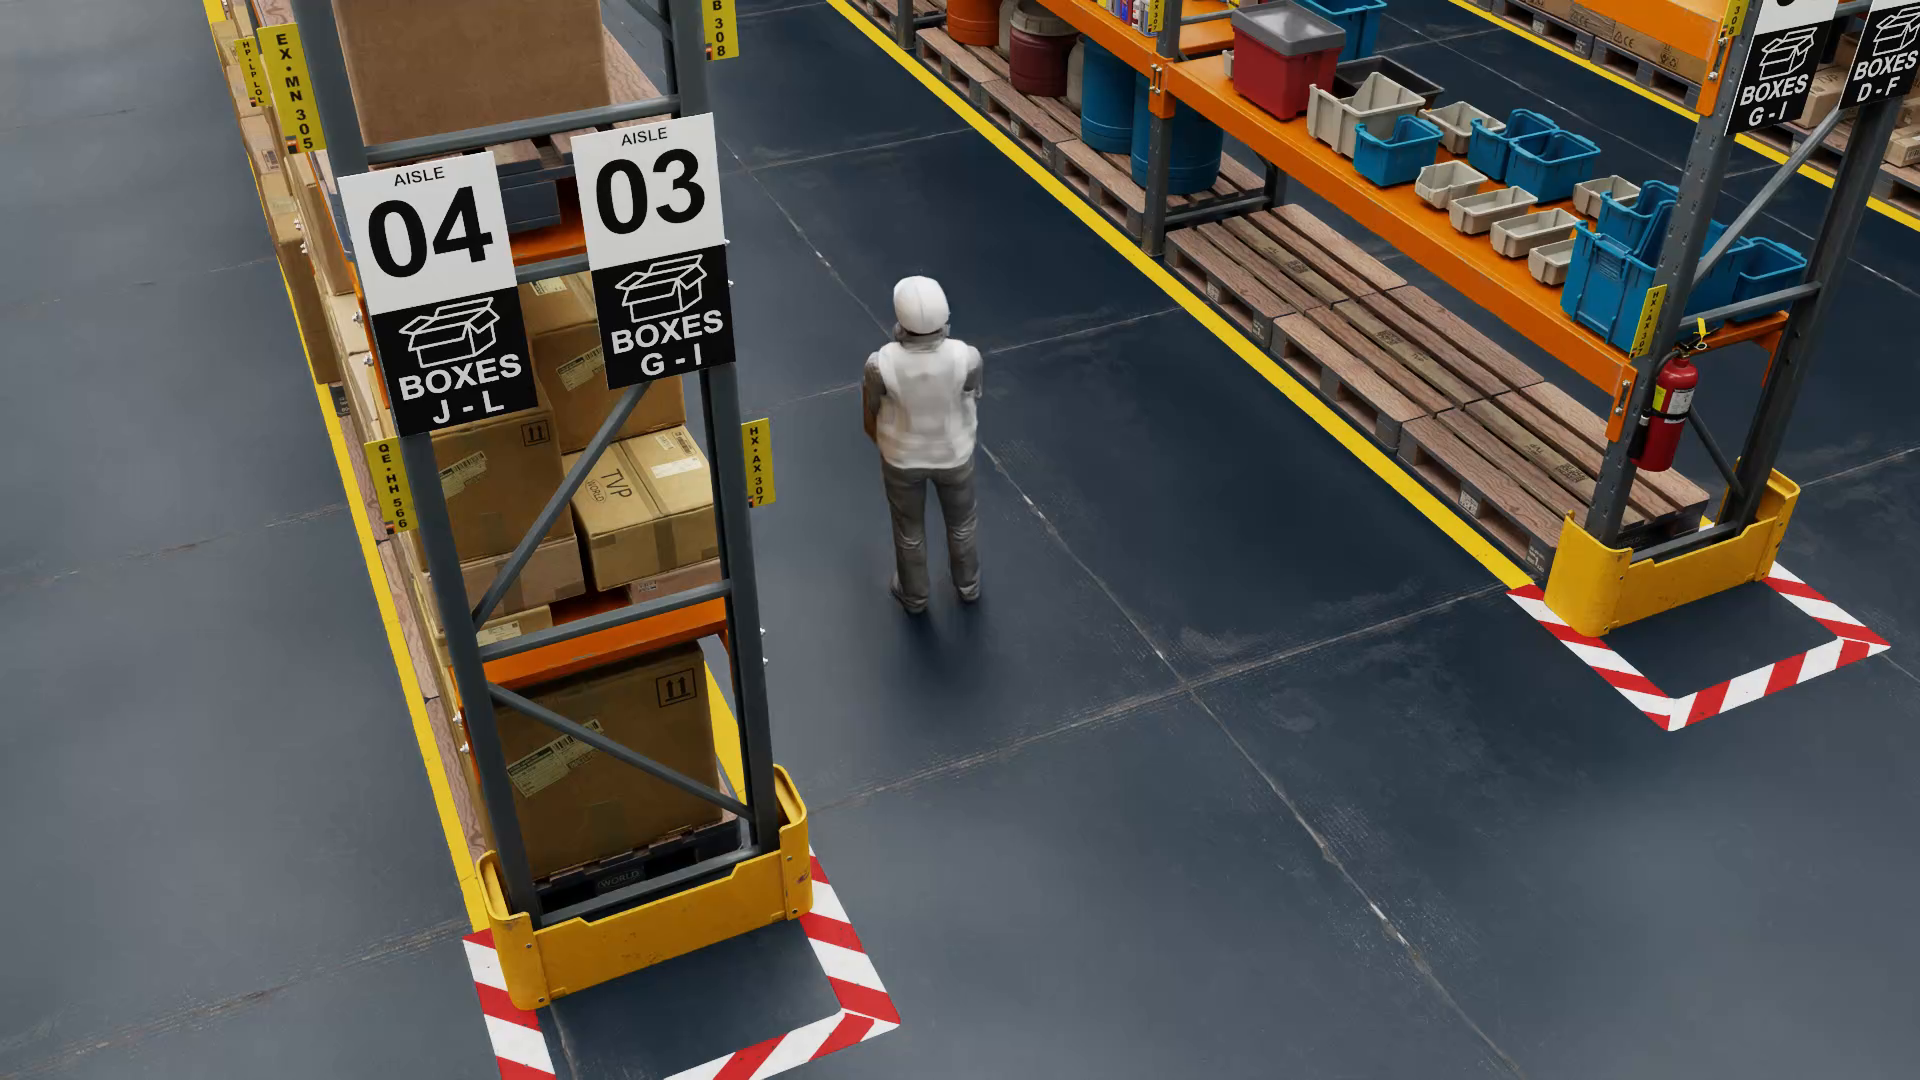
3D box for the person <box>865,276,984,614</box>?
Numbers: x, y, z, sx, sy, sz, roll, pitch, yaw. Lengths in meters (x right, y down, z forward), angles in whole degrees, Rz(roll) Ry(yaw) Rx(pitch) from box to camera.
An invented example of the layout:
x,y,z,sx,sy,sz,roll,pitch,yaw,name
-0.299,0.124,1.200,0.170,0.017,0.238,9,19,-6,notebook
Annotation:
x,y,z,sx,sy,sz,roll,pitch,yaw,name
-0.155,-0.438,7.410,0.516,1.776,0.521,-2,37,-3,person
